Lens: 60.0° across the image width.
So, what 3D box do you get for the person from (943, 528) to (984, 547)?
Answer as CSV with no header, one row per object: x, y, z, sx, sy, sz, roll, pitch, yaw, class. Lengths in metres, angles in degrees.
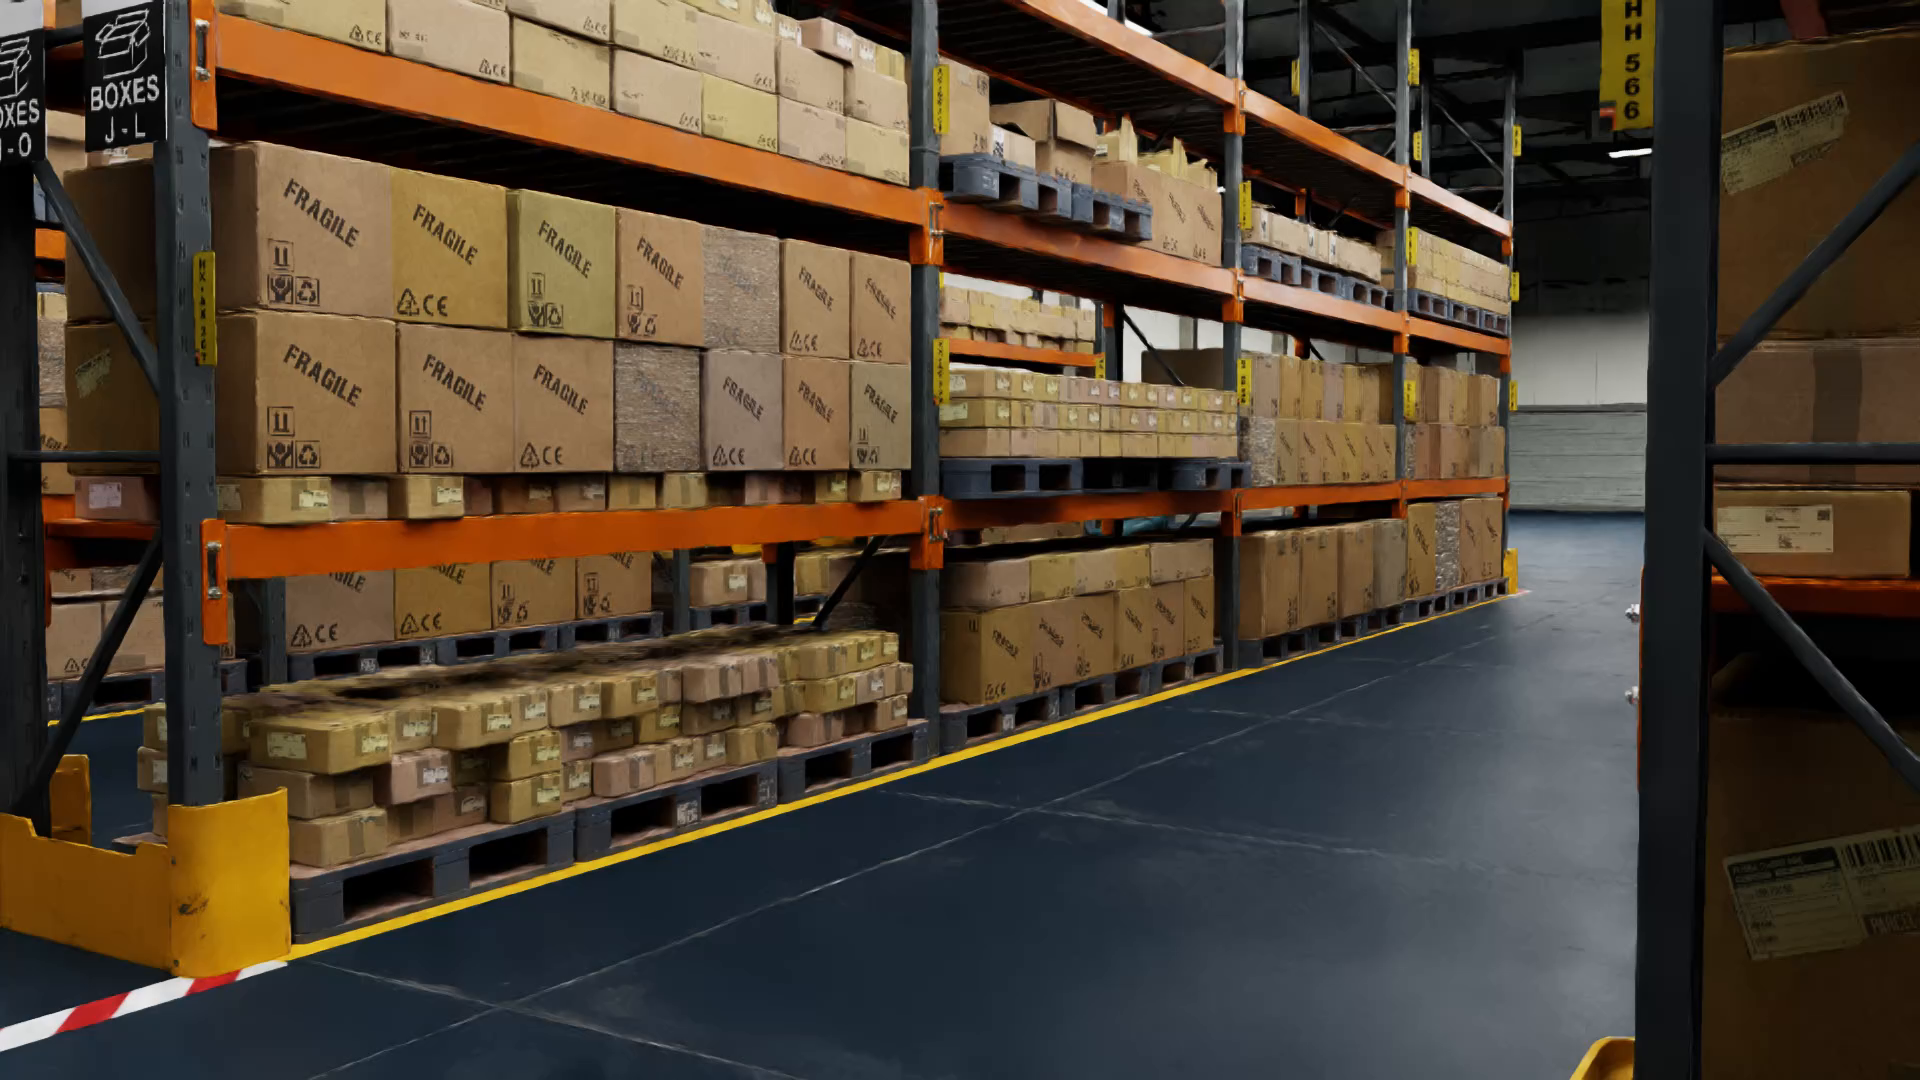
0.023,-0.053,13.986,0.577,1.722,0.689,2,3,34,person
